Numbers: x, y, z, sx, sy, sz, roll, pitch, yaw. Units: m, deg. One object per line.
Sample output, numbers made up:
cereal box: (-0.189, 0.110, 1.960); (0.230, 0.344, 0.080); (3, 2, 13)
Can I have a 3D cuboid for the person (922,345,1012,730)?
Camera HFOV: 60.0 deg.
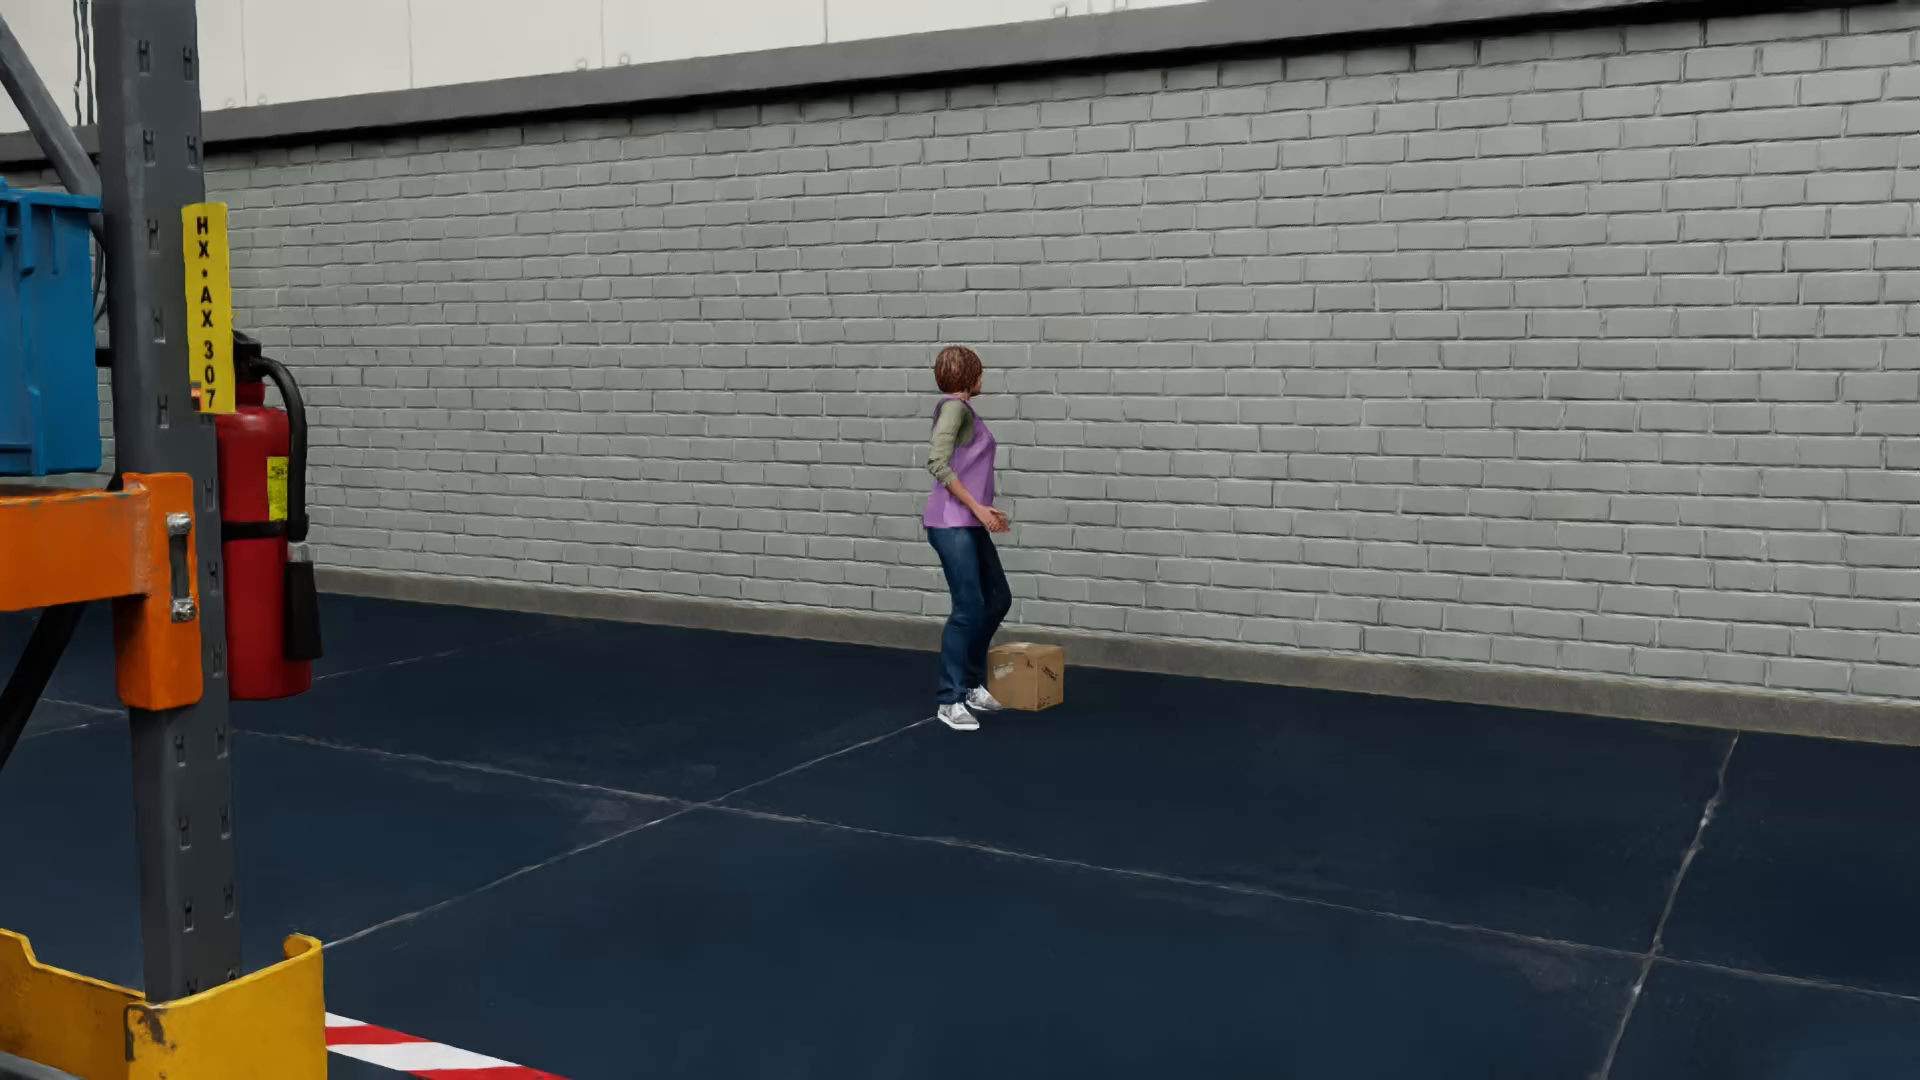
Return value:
person: (0.015, -0.022, 6.989); (0.360, 1.589, 0.600); (1, 6, 12)
